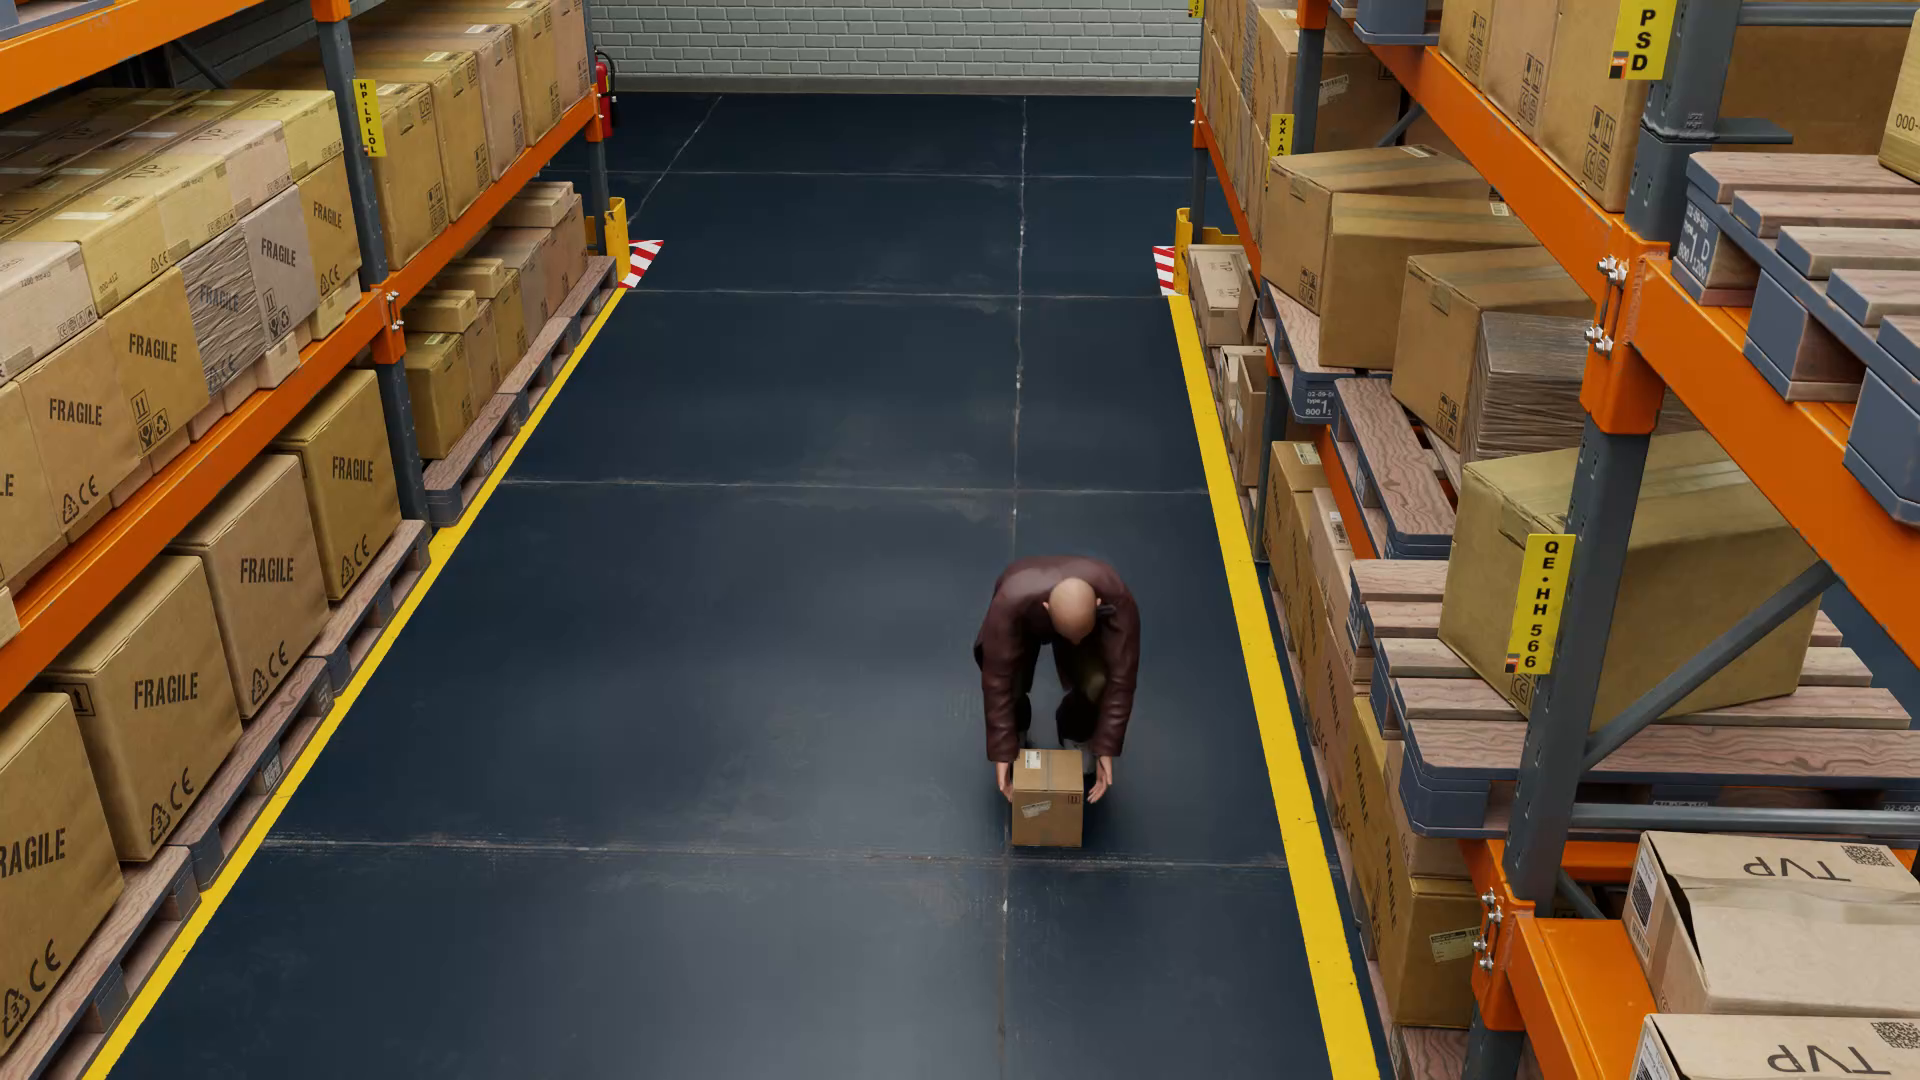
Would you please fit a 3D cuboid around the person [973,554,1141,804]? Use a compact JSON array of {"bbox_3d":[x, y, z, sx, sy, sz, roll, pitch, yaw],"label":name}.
[{"bbox_3d":[0.350,0.442,6.175,0.609,0.960,0.900,1,28,2],"label":"person"}]
